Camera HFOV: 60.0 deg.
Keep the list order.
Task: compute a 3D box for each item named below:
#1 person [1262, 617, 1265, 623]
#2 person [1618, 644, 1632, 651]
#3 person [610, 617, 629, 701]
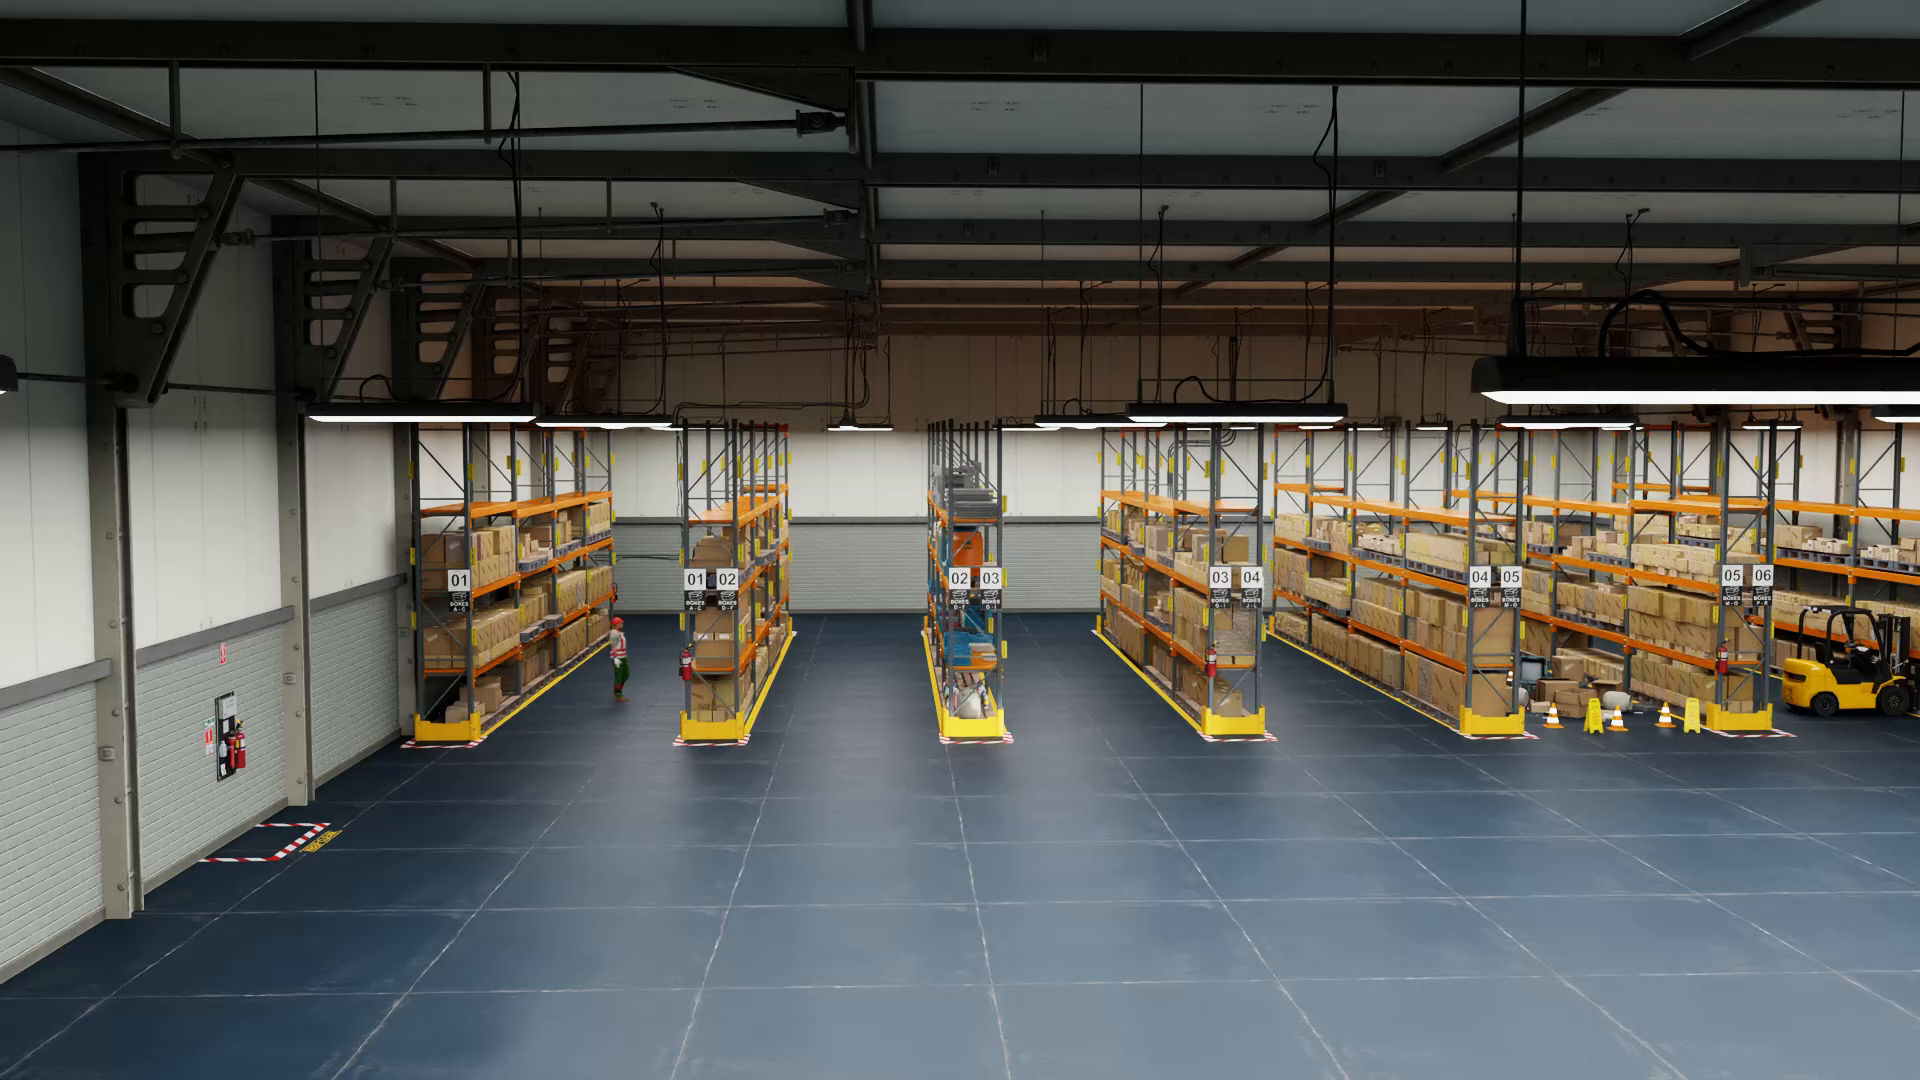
[{"bbox_3d":[8.459,1.719,48.796,0.869,1.738,0.696,0,4,0],"label":"person"},{"bbox_3d":[17.430,2.103,43.651,0.530,1.688,0.659,-1,4,-21],"label":"person"},{"bbox_3d":[-7.313,2.547,35.703,0.511,1.795,0.624,1,4,11],"label":"person"}]
